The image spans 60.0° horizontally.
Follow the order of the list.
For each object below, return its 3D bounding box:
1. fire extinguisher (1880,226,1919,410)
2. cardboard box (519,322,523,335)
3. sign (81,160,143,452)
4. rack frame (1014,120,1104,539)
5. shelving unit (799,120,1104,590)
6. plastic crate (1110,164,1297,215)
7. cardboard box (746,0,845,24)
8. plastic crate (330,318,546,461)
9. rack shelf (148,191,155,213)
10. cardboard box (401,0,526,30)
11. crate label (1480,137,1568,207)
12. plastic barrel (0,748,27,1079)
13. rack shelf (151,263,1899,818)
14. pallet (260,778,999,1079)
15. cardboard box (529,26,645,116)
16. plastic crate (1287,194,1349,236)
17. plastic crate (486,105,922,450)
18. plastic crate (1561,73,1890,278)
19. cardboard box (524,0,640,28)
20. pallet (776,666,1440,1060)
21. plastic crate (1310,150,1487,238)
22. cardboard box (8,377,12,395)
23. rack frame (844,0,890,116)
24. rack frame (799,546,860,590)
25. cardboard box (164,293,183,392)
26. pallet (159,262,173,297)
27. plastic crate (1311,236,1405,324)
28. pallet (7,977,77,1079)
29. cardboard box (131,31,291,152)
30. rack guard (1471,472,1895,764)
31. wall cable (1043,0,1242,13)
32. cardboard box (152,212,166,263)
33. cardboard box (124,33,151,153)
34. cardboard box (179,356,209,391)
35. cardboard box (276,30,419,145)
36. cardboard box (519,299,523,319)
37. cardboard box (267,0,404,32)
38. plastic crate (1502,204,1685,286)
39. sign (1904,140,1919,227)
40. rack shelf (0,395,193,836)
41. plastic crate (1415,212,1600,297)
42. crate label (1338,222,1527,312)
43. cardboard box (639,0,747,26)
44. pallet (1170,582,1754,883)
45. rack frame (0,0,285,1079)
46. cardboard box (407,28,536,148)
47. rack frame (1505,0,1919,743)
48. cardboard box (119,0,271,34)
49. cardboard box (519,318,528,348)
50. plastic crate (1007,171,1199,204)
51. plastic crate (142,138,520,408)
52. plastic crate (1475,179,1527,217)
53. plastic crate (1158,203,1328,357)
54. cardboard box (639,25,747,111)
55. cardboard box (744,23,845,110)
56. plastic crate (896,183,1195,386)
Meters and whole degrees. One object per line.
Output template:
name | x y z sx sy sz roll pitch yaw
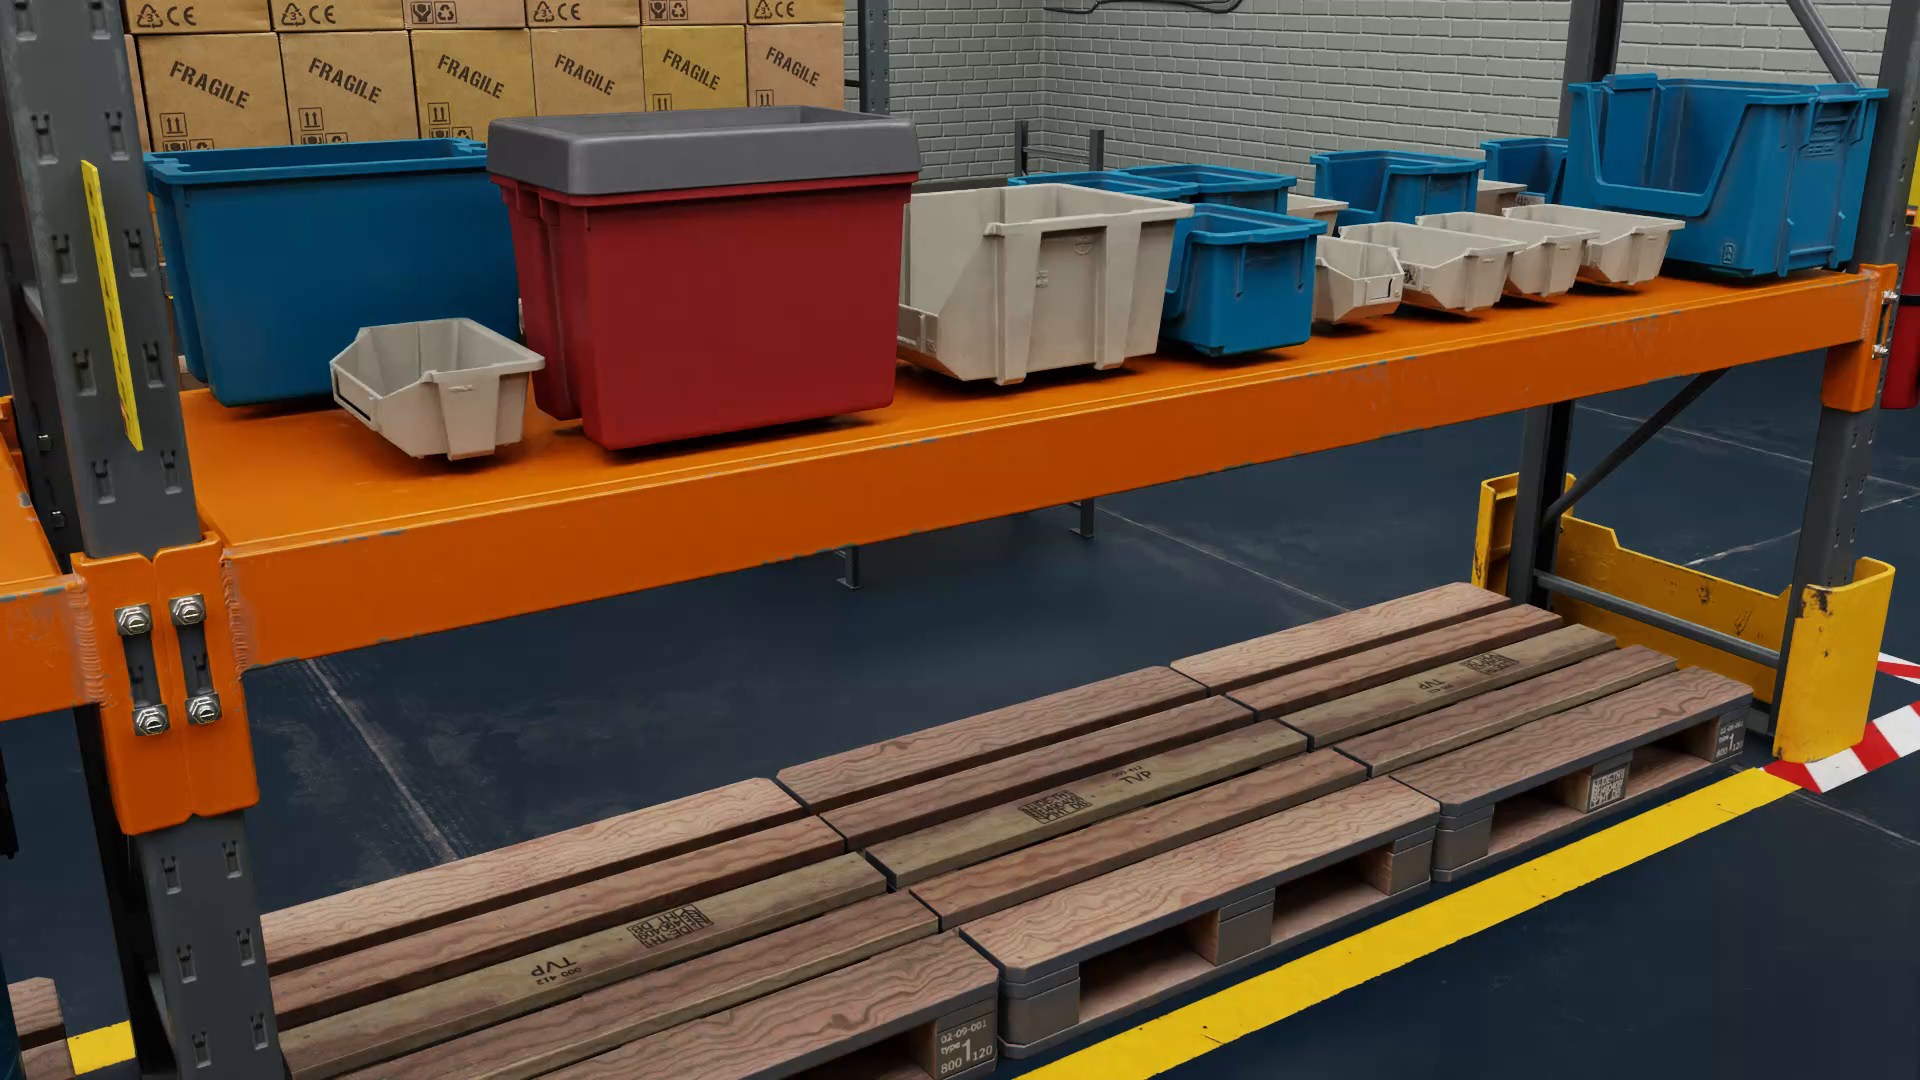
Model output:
fire extinguisher | 2.433 -0.682 4.282 0.183 0.674 0.296 -12 22 -31
cardboard box | -2.438 -0.970 7.640 0.637 0.503 0.797 -12 22 -31
sign | -0.982 -0.270 1.926 0.005 0.325 0.100 -12 22 -31
rack frame | 0.353 -0.785 6.225 0.032 1.500 0.500 -12 22 -31
shelving unit | -0.071 -0.695 5.960 1.048 1.500 0.538 -12 22 -31
plastic crate | 0.571 -0.752 3.954 0.300 0.233 0.416 -12 22 -31
cardboard box | -0.884 -2.685 7.786 0.500 0.500 0.500 -12 22 -32
plastic crate | -0.816 -0.233 2.569 0.243 0.136 0.396 -12 22 -31
rack shelf | -2.334 -1.623 7.485 4.000 0.370 1.077 -12 22 -31
cardboard box | -2.165 -2.413 6.981 0.500 0.500 0.500 -11 22 -30
crate label | 1.670 -0.984 4.640 0.303 0.233 0.416 -12 22 -31
plastic barrel | -1.747 0.600 2.406 0.708 0.901 0.600 -12 22 -31
rack shelf | 0.387 -0.297 3.564 4.000 0.370 1.077 -12 22 -31
pallet | -0.690 0.895 3.267 1.213 0.211 1.003 -12 22 -31
cardboard box | -1.739 -2.033 7.419 0.500 0.500 0.500 -12 22 -31
plastic crate | 0.790 -0.785 4.200 0.298 0.136 0.250 -12 22 -31
plastic crate | -0.400 -0.435 2.654 0.583 0.464 0.402 -12 22 -31
plastic crate | 1.881 -0.927 4.153 0.499 0.435 0.616 -12 22 -31
cardboard box | -1.736 -2.503 7.249 0.500 0.500 0.500 -11 22 -30
pallet | 0.329 0.679 3.907 1.213 0.211 1.003 -12 22 -31
plastic crate | 1.120 -0.868 4.297 0.300 0.233 0.416 -12 22 -31
cardboard box | -3.535 -0.562 6.736 0.500 0.311 0.500 -12 22 -31
rack frame | -0.664 -2.316 8.412 0.127 3.000 1.000 -12 22 -31
rack frame | -0.496 -0.606 5.695 0.032 1.500 0.500 -12 22 -31
cardboard box | -3.685 -0.812 7.179 0.500 0.500 0.500 -12 22 -31
pallet | -5.034 -1.944 11.666 1.213 0.211 1.003 -12 22 -31
plastic crate | 0.770 -0.542 3.483 0.250 0.136 0.298 -12 22 -31
pallet | -1.951 1.160 2.484 1.213 0.211 1.003 -12 22 -31
cardboard box | -3.003 -1.767 6.631 0.500 0.500 0.500 -11 22 -30
rack guard | 2.070 0.186 4.914 0.348 0.500 1.175 -12 22 -31
wall cable | 1.529 -5.912 14.530 0.112 2.526 3.097 -12 22 -31
cardboard box | -5.630 -2.143 11.146 0.500 0.500 0.700 -12 22 -32
cardboard box | -3.429 -1.676 6.362 0.500 0.500 0.500 -11 22 -30
cardboard box | -3.404 -0.728 7.478 0.250 0.149 0.380 -12 22 -31
cardboard box | -2.584 -1.854 6.890 0.500 0.500 0.500 -12 22 -32
cardboard box | -2.109 -1.026 8.202 0.500 0.250 0.500 -12 22 -31
cardboard box | -2.596 -2.322 6.711 0.500 0.500 0.500 -13 22 -33
plastic crate | 1.476 -0.702 3.955 0.243 0.136 0.396 -12 22 -31
sign | 2.374 -0.923 4.038 0.005 0.325 0.100 -12 22 -31
rack shelf | -2.954 0.407 1.480 4.000 0.370 1.077 -12 22 -31
plastic crate | 1.226 -0.655 3.816 0.243 0.136 0.396 -12 22 -31
crate label | 1.007 -0.599 3.651 0.243 0.136 0.396 -12 22 -31
cardboard box | -1.306 -2.596 7.522 0.500 0.500 0.500 -11 22 -30
pallet | 1.347 0.465 4.539 1.213 0.211 1.003 -12 22 -31
rack frame | -1.283 -0.286 2.407 0.127 3.000 1.000 -12 22 -31
cardboard box | -2.160 -1.944 7.156 0.500 0.500 0.500 -12 22 -32
rack frame | 2.057 -0.990 4.491 0.127 3.000 1.000 -12 22 -31
cardboard box | -3.025 -2.231 6.444 0.500 0.500 0.500 -13 22 -33
cardboard box | -1.792 -0.901 7.832 0.500 0.250 0.500 -12 22 -31
plastic crate | 0.320 -0.699 3.798 0.300 0.233 0.416 -12 22 -31
plastic crate | -1.081 -0.480 2.913 0.575 0.384 0.392 -12 22 -31
plastic crate | 1.357 -0.904 4.554 0.298 0.136 0.250 -12 22 -31
plastic crate | 0.483 -0.509 3.235 0.300 0.233 0.416 -12 22 -31
cardboard box | -1.319 -2.119 7.674 0.500 0.500 0.500 -12 22 -31
cardboard box | -0.888 -2.212 7.947 0.500 0.500 0.500 -11 22 -30
plastic crate | 0.093 -0.478 3.066 0.530 0.282 0.437 -12 22 -31
